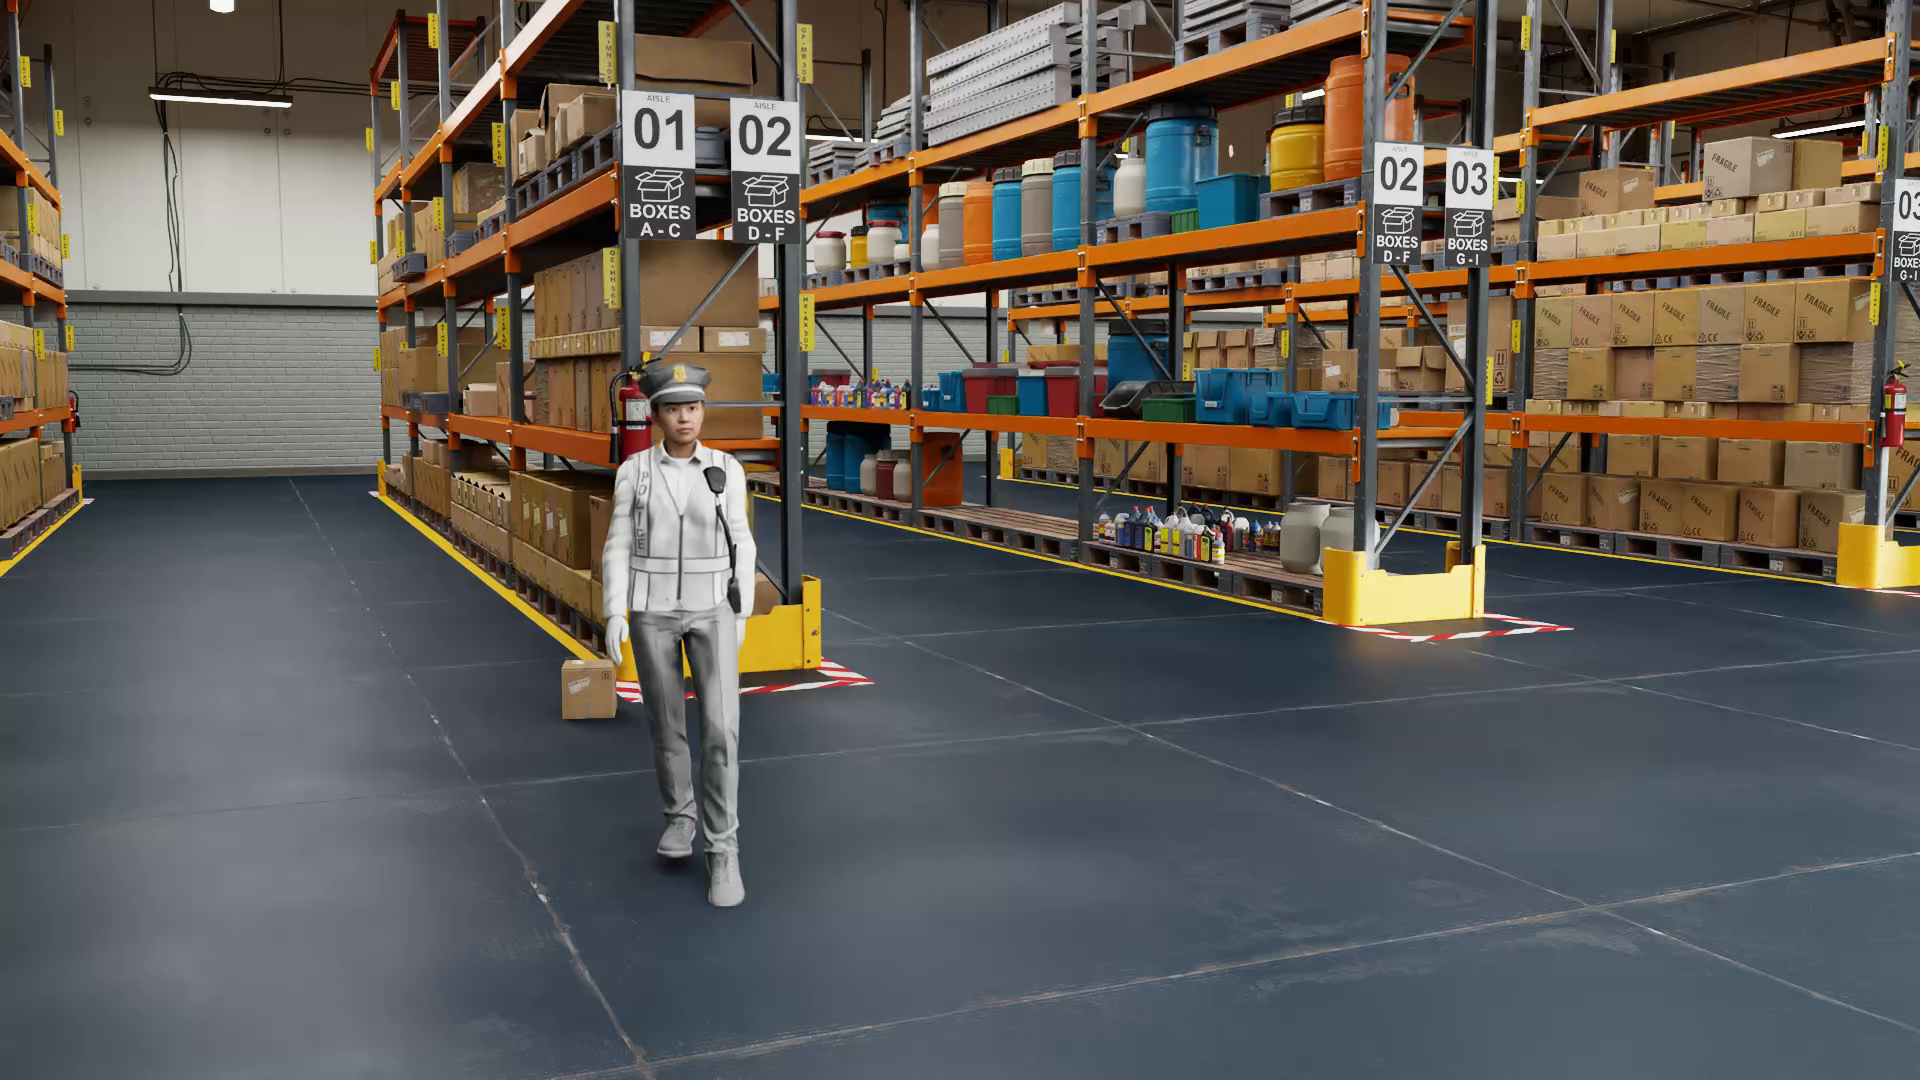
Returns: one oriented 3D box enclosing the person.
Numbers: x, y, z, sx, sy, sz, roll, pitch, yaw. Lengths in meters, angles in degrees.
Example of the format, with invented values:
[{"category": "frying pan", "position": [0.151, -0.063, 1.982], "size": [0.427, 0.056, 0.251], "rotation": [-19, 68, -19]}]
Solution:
[{"category": "person", "position": [-0.914, 0.292, 5.447], "size": [0.503, 1.737, 0.688], "rotation": [-1, 6, -8]}]
